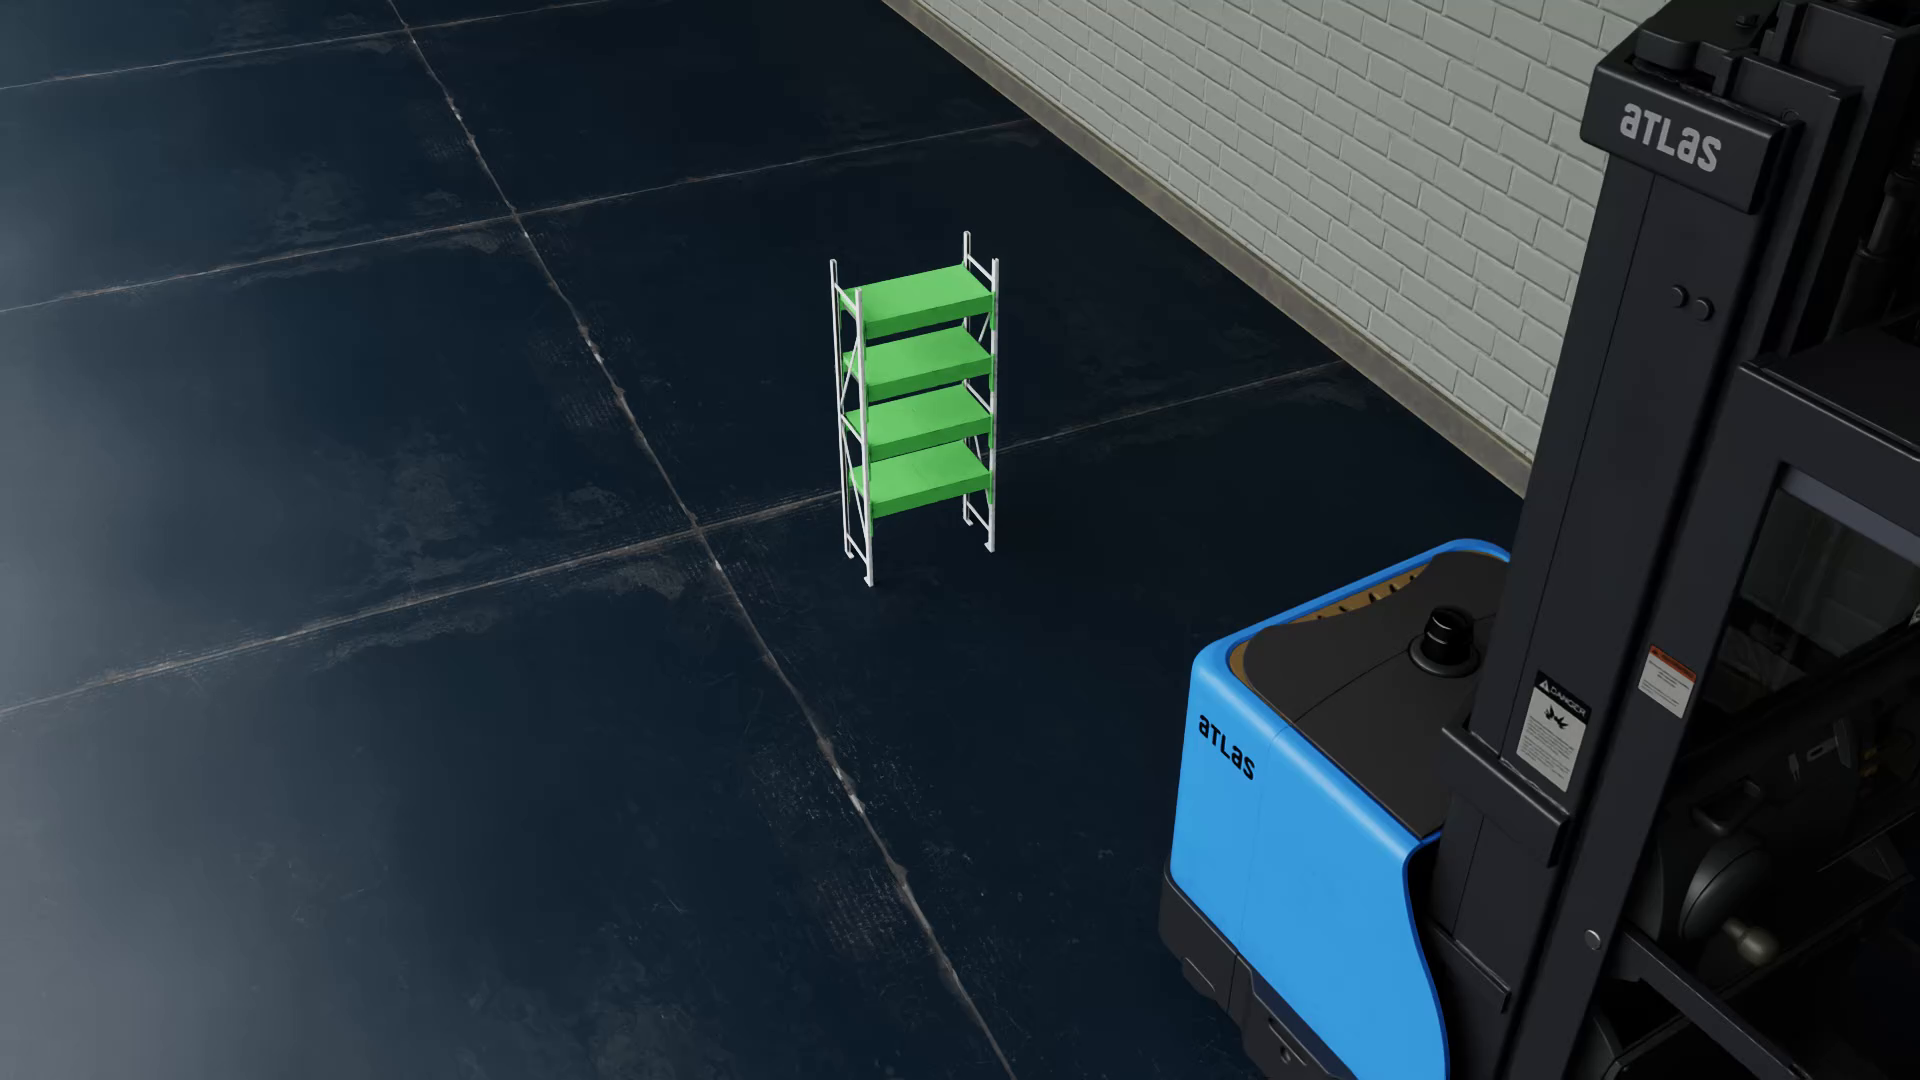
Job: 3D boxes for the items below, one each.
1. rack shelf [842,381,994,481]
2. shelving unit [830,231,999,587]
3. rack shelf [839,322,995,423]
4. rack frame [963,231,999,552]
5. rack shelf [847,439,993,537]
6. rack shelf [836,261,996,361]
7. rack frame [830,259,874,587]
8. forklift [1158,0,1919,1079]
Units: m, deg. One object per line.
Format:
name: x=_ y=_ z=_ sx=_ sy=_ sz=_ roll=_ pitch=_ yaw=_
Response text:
rack shelf: x=-0.150 y=-0.389 z=5.874 sx=0.480 sy=0.148 sz=0.258 roll=-16 pitch=39 yaw=-20
shelving unit: x=-0.150 y=-0.440 z=5.836 sx=0.503 sy=1.200 sz=0.258 roll=-16 pitch=39 yaw=-20
rack shelf: x=-0.150 y=-0.581 z=5.731 sx=0.480 sy=0.148 sz=0.258 roll=-16 pitch=39 yaw=-20
rack frame: x=0.071 y=-0.502 z=5.919 sx=0.015 sy=1.200 sz=0.240 roll=-16 pitch=39 yaw=-20
rack shelf: x=-0.150 y=-0.196 z=6.017 sx=0.480 sy=0.148 sz=0.258 roll=-16 pitch=39 yaw=-20
rack shelf: x=-0.150 y=-0.774 z=5.588 sx=0.480 sy=0.148 sz=0.258 roll=-16 pitch=39 yaw=-20
rack frame: x=-0.371 y=-0.378 z=5.753 sx=0.015 sy=1.200 sz=0.240 roll=-16 pitch=39 yaw=-20
forklift: x=1.751 y=0.557 z=3.039 sx=1.130 sy=2.935 sz=3.031 roll=-20 pitch=41 yaw=-25
